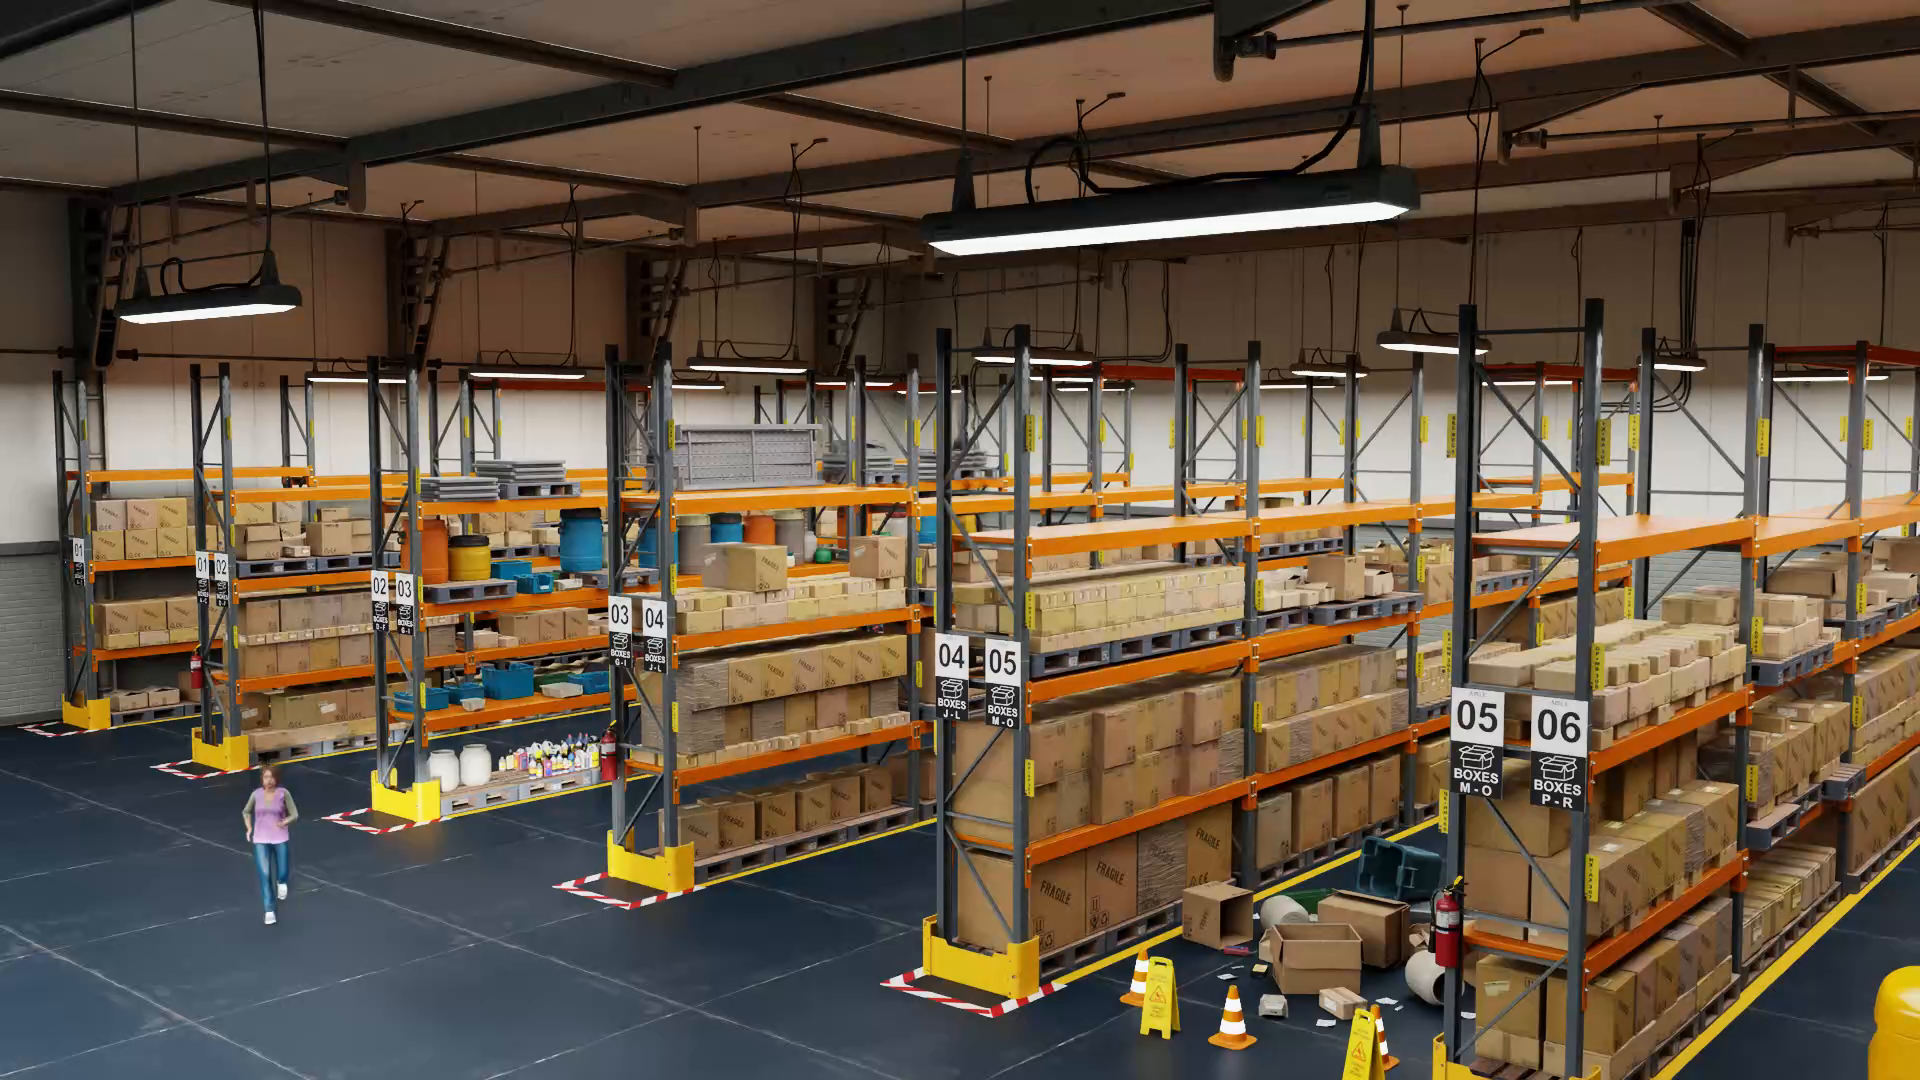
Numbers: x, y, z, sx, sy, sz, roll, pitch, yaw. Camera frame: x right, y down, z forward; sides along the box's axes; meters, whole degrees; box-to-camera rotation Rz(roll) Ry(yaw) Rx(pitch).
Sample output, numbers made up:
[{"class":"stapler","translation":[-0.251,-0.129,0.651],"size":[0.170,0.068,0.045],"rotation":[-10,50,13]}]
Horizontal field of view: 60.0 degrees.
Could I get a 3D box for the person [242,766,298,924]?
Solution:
[{"class":"person","translation":[-7.169,3.129,17.295],"size":[0.548,1.566,0.792],"rotation":[-1,4,-19]}]
